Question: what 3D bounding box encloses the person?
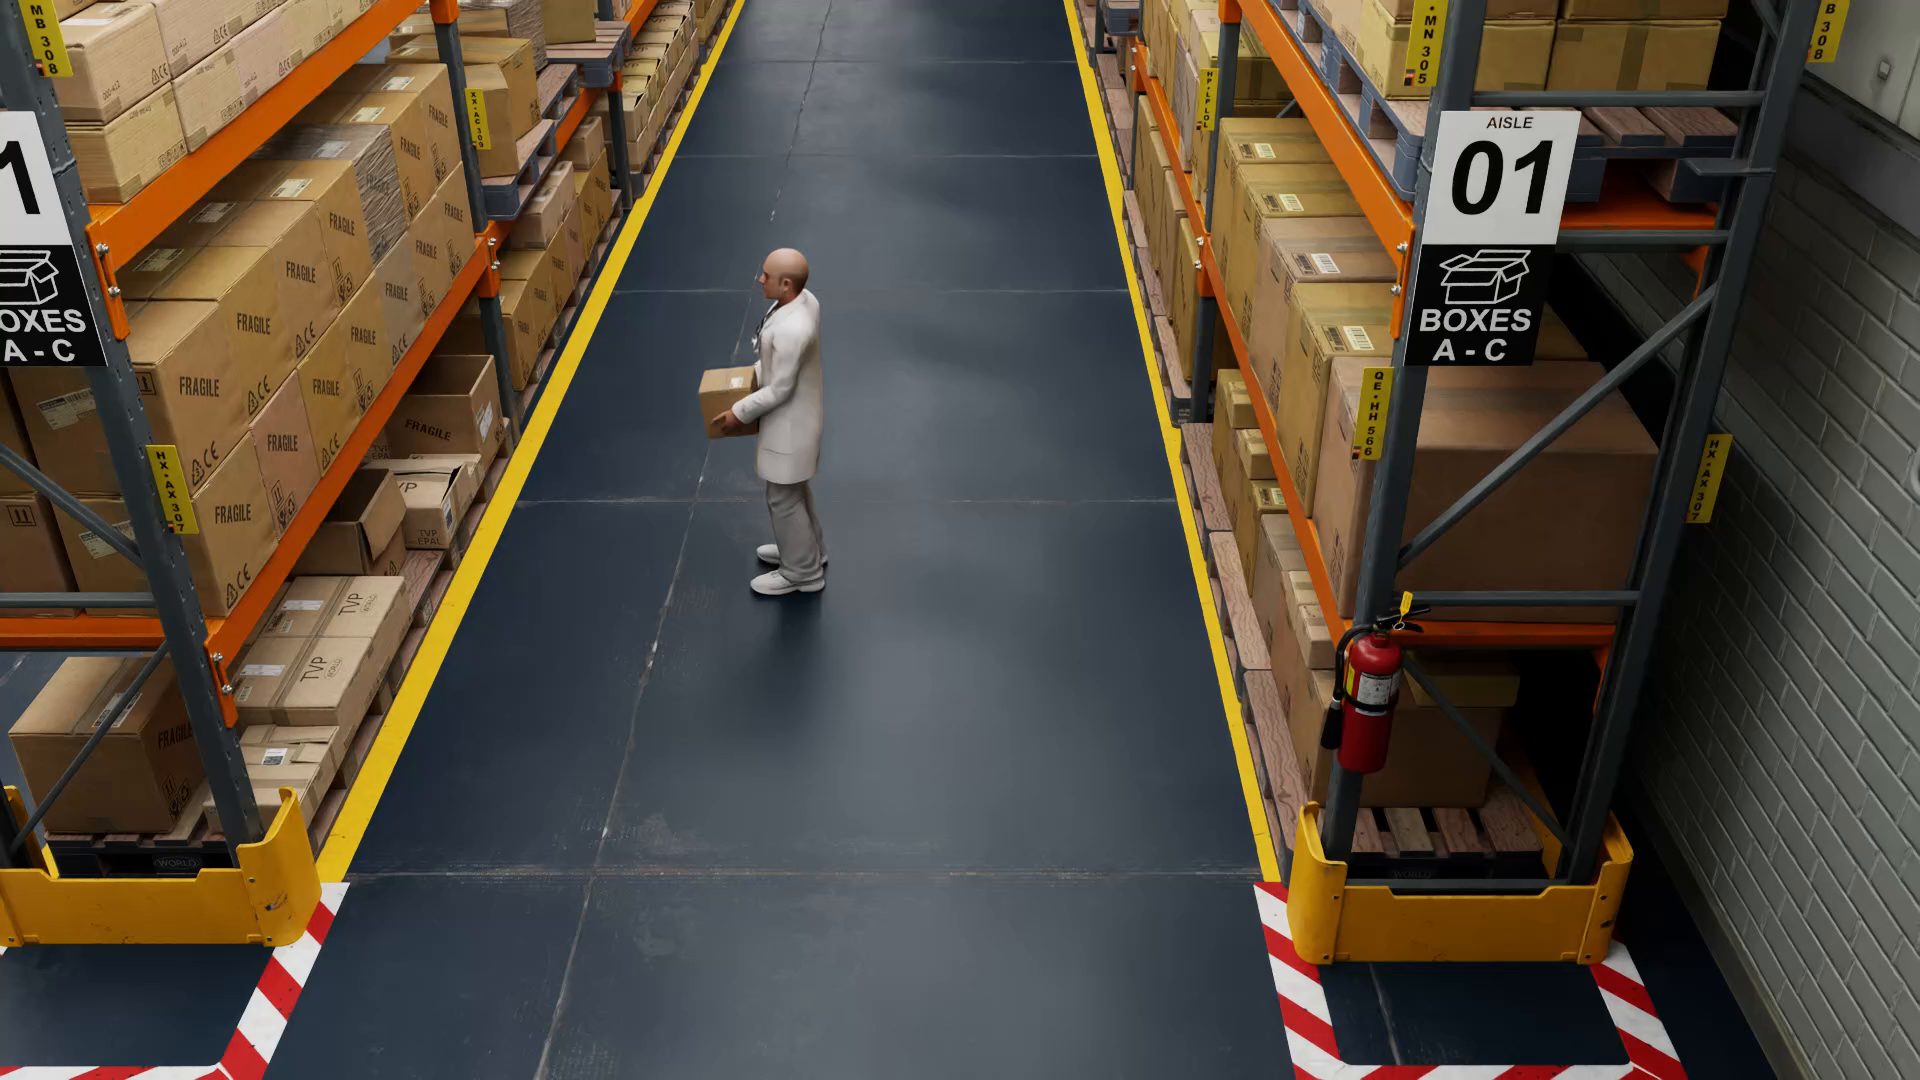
[{"bbox_3d":[-0.921,-0.576,8.094,0.517,1.782,0.559,0,31,-1],"label":"person"}]
